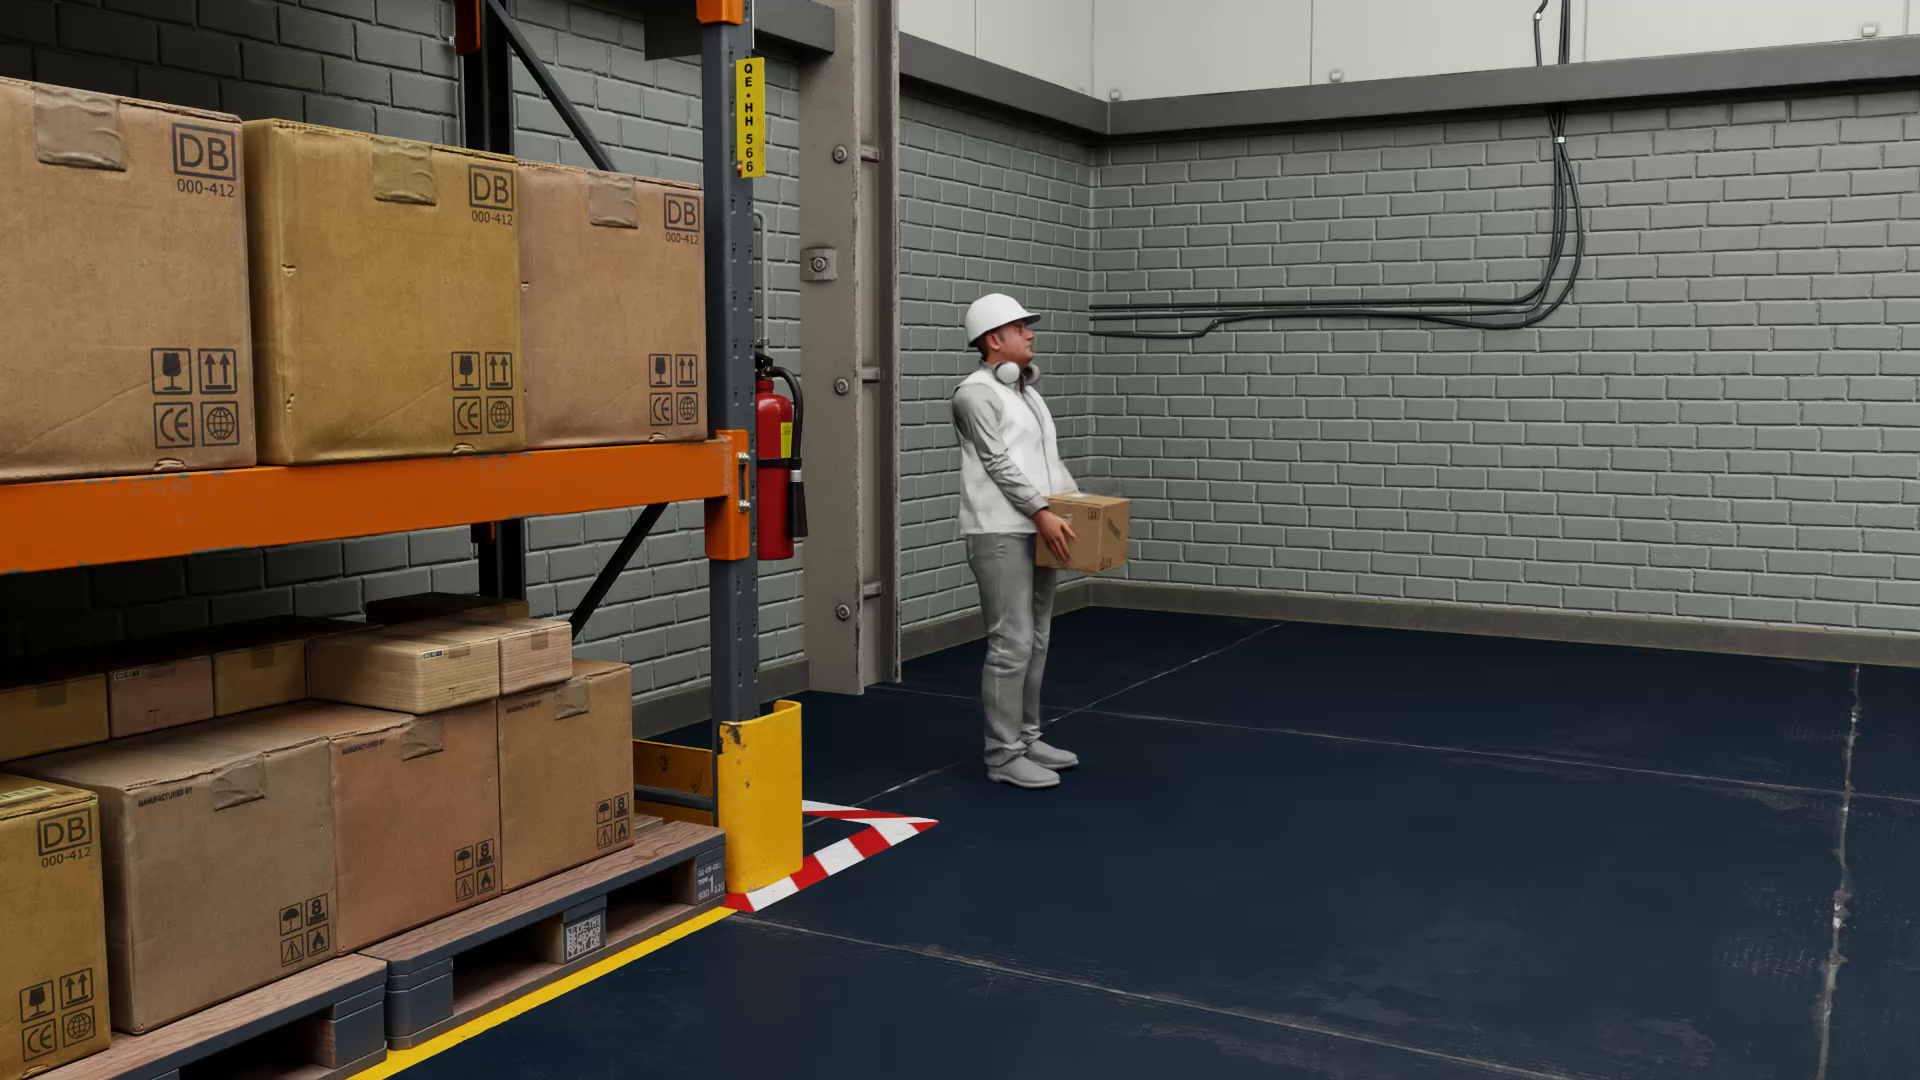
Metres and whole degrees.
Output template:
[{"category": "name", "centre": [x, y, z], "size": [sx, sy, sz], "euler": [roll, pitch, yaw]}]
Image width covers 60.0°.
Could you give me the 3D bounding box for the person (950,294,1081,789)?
[{"category": "person", "centre": [0.248, -0.018, 6.150], "size": [0.520, 1.776, 0.539], "euler": [3, 7, 28]}]
